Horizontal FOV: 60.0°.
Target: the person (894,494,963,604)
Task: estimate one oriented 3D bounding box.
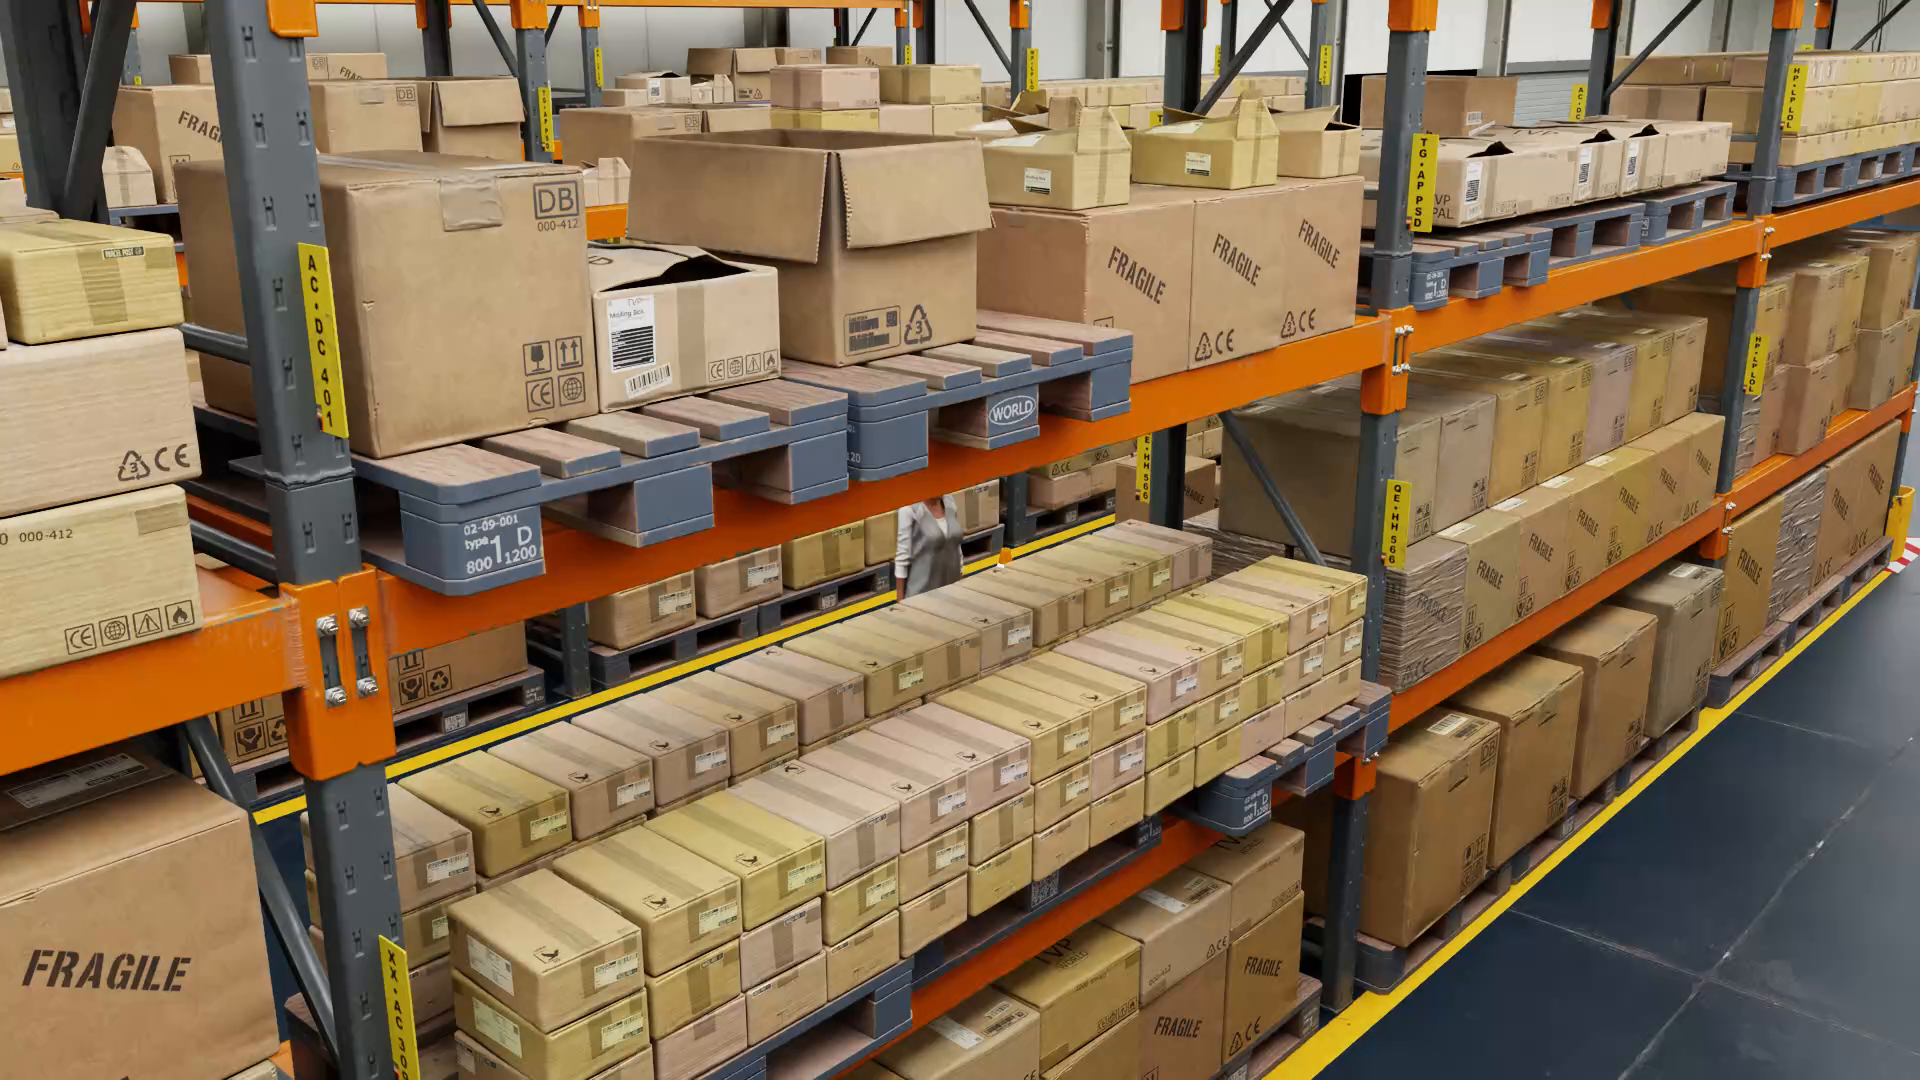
[{"bbox_3d":[-0.125,0.318,9.034,0.503,1.594,0.334,-13,21,-36],"label":"person"}]
